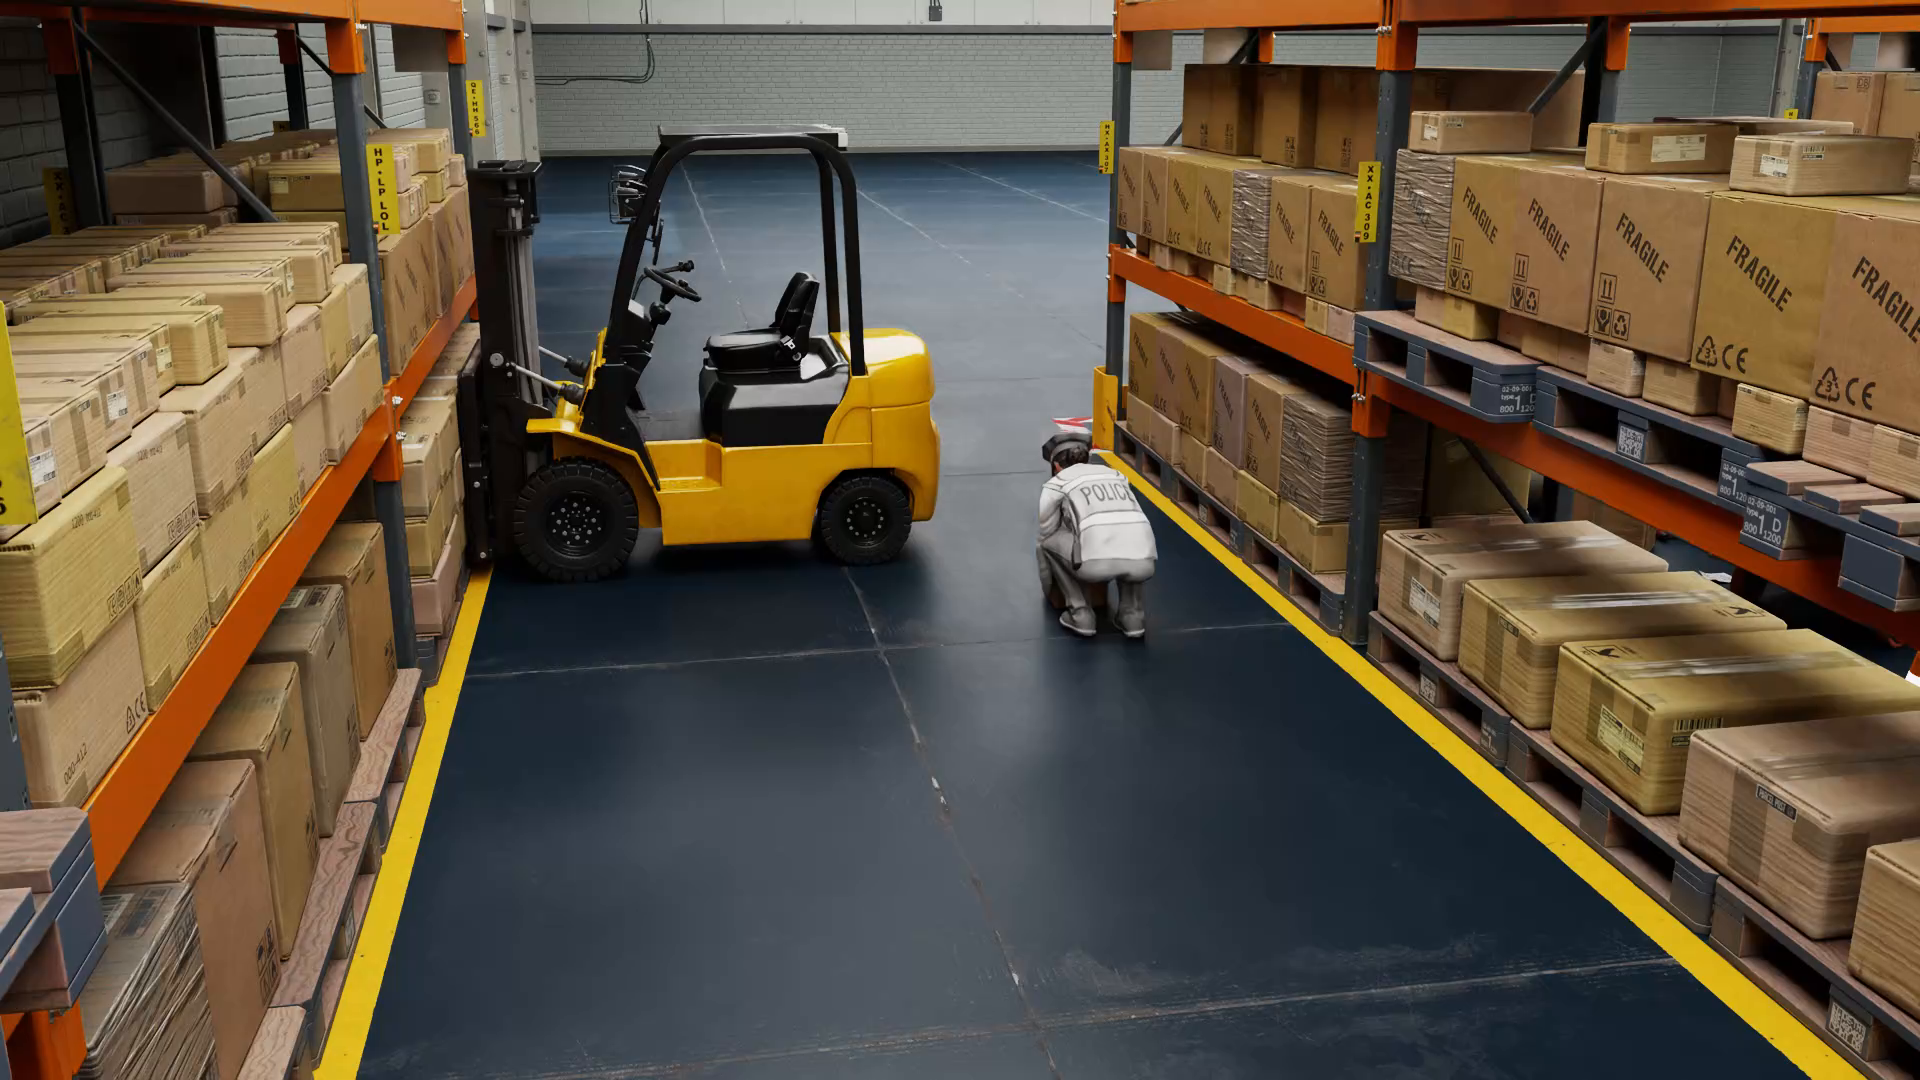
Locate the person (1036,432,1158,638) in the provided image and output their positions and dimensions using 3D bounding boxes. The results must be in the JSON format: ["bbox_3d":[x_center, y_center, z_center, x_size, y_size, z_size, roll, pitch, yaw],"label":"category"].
[{"bbox_3d":[0.613,-0.023,7.581,0.479,0.849,0.859,-3,17,-10],"label":"person"}]
